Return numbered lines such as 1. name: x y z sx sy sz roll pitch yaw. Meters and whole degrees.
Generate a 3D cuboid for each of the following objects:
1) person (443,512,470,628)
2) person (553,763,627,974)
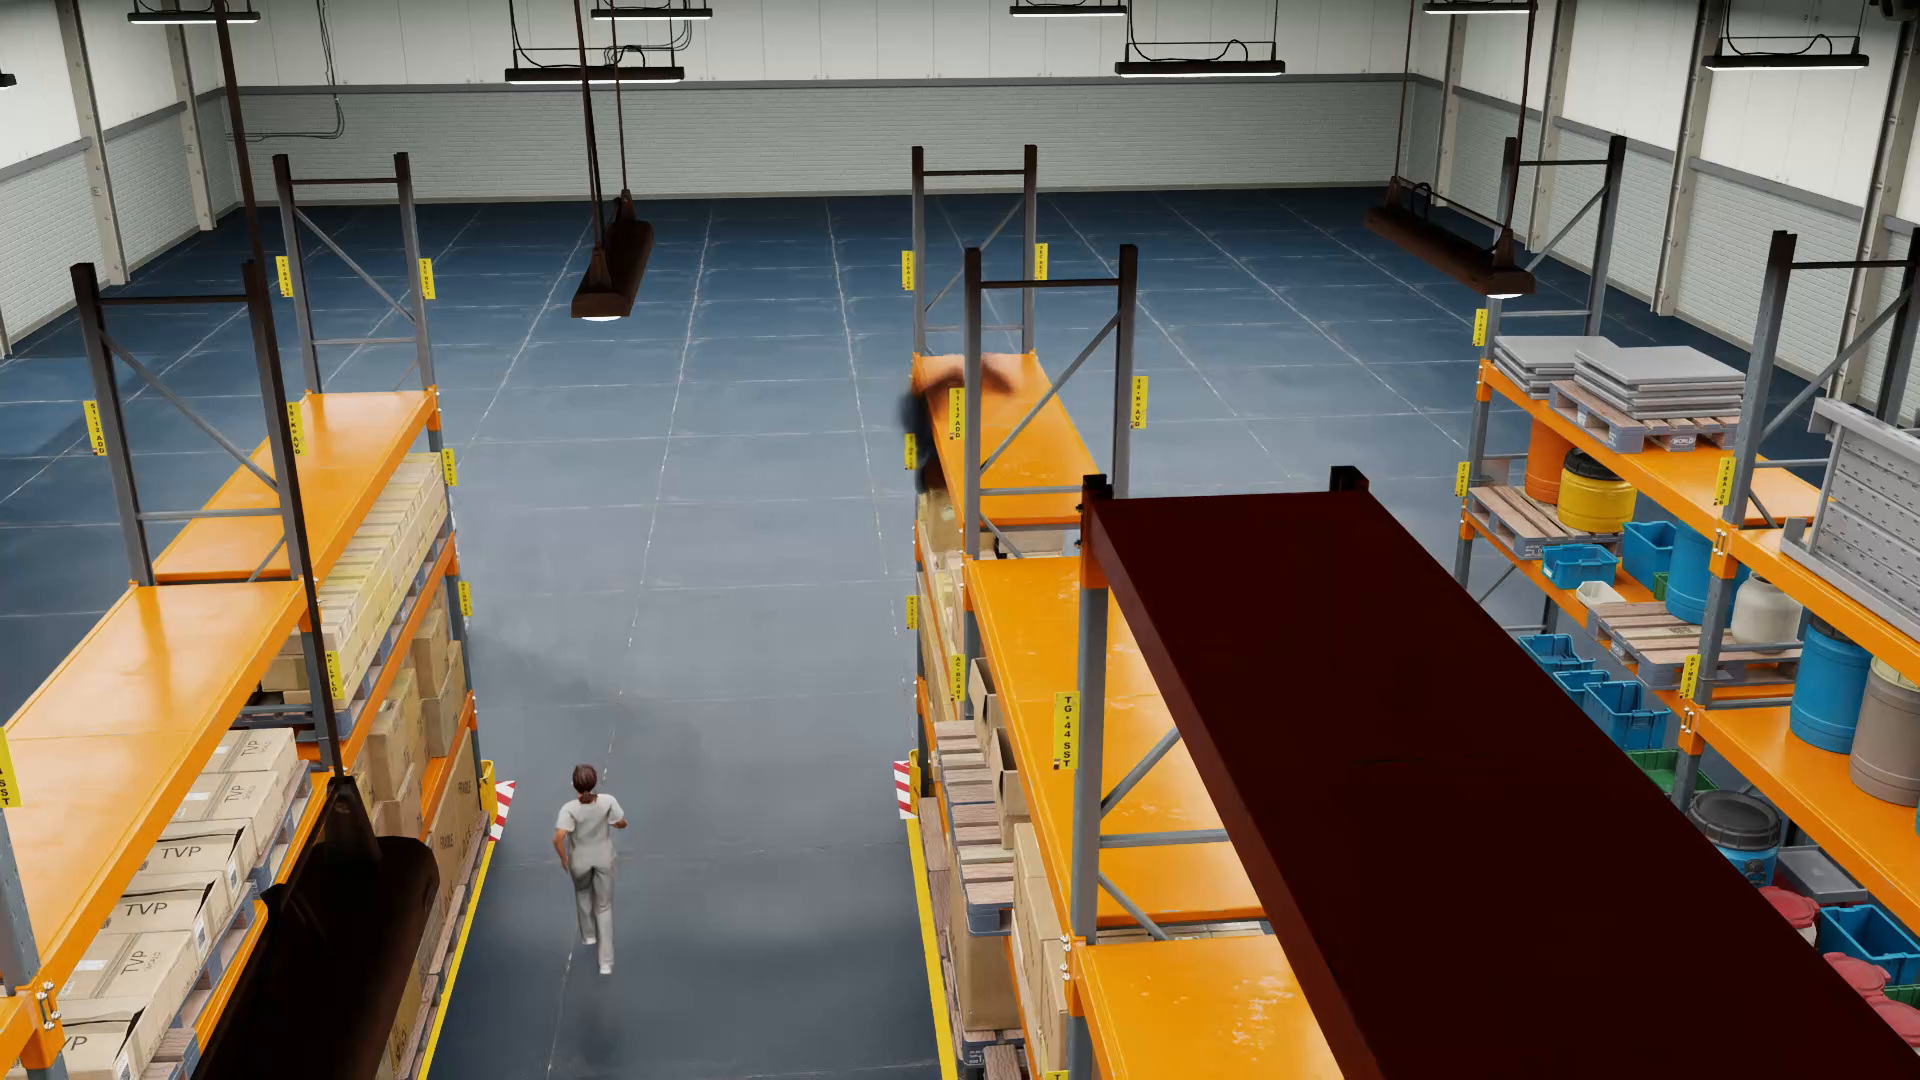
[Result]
1. person: -5.866 0.239 18.777 0.830 1.721 0.599 18 28 38
2. person: -2.760 2.485 12.537 0.552 1.690 0.774 -5 22 -14
